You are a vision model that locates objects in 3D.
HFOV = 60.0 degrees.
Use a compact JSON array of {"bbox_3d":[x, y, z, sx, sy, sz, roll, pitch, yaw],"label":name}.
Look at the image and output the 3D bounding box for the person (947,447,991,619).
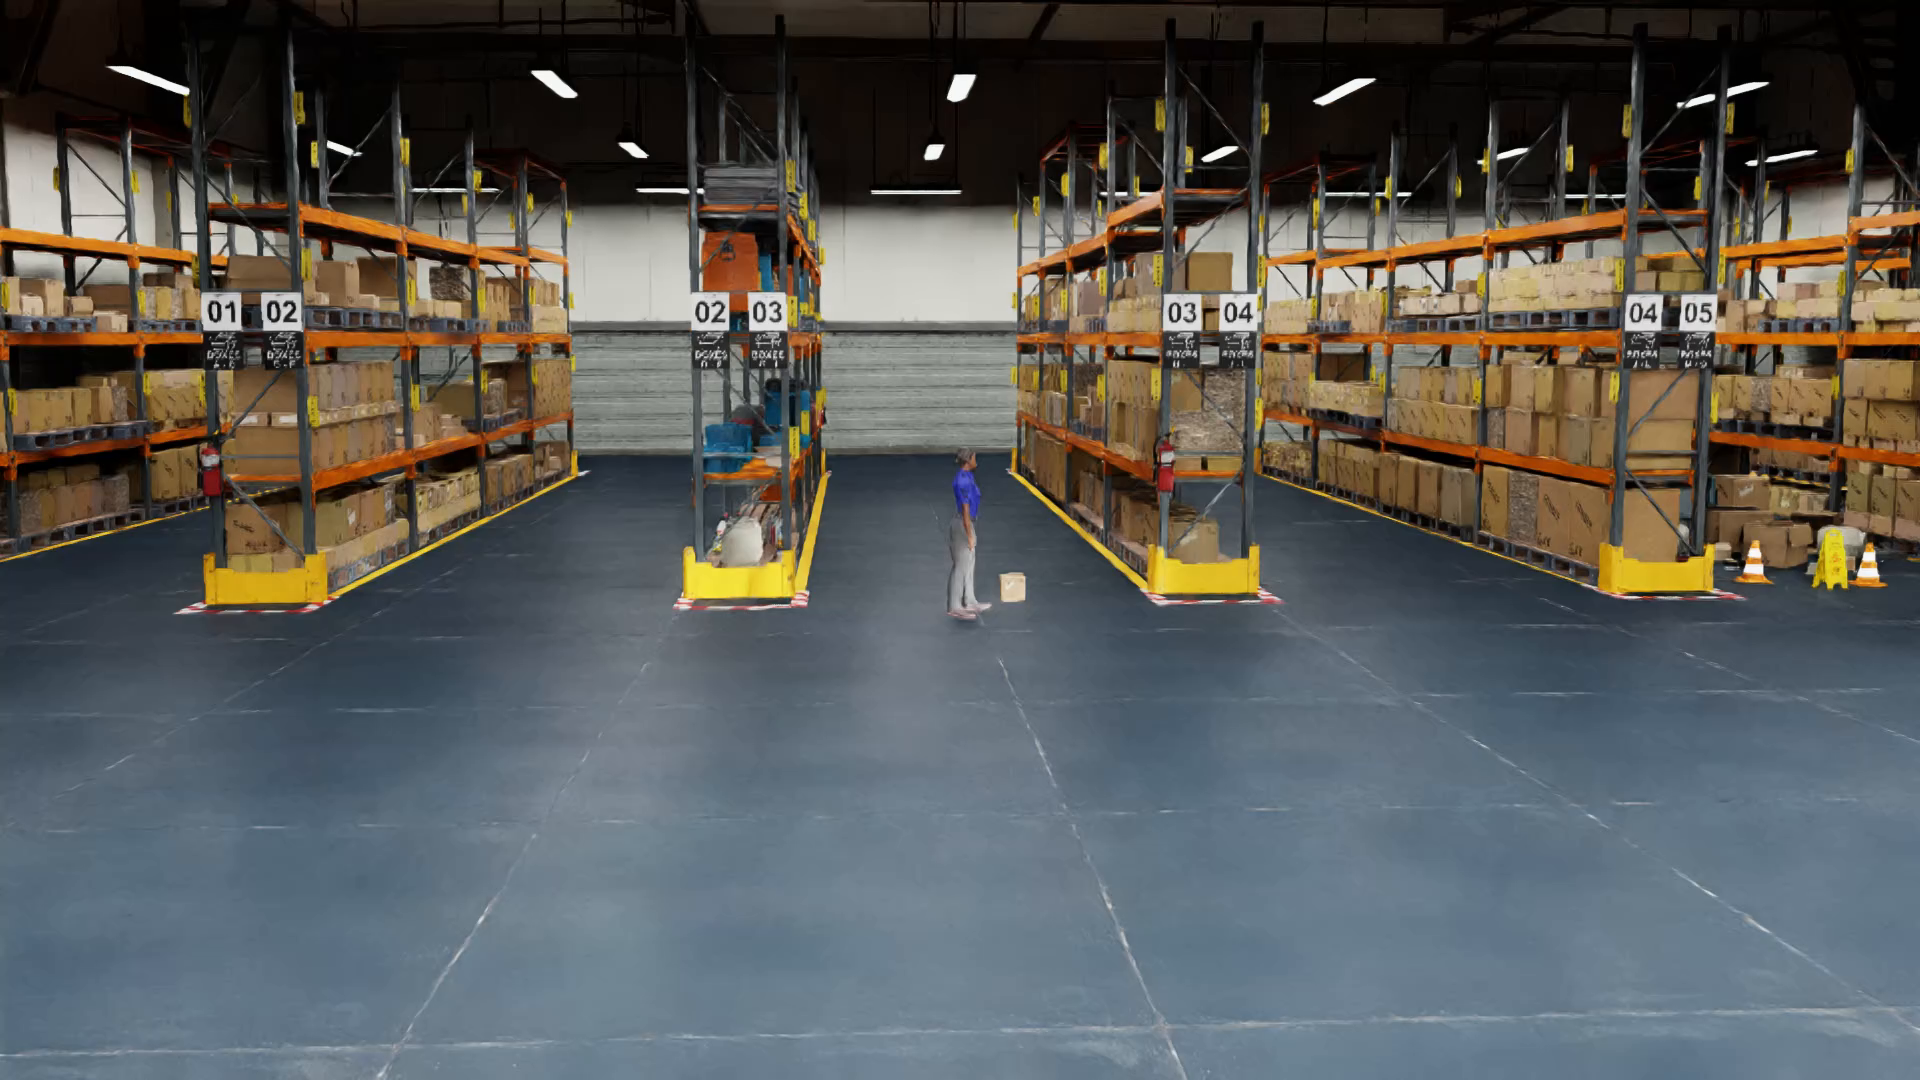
[{"bbox_3d":[0.091,-0.085,16.322,0.451,1.660,0.527,0,7,-2],"label":"person"}]
